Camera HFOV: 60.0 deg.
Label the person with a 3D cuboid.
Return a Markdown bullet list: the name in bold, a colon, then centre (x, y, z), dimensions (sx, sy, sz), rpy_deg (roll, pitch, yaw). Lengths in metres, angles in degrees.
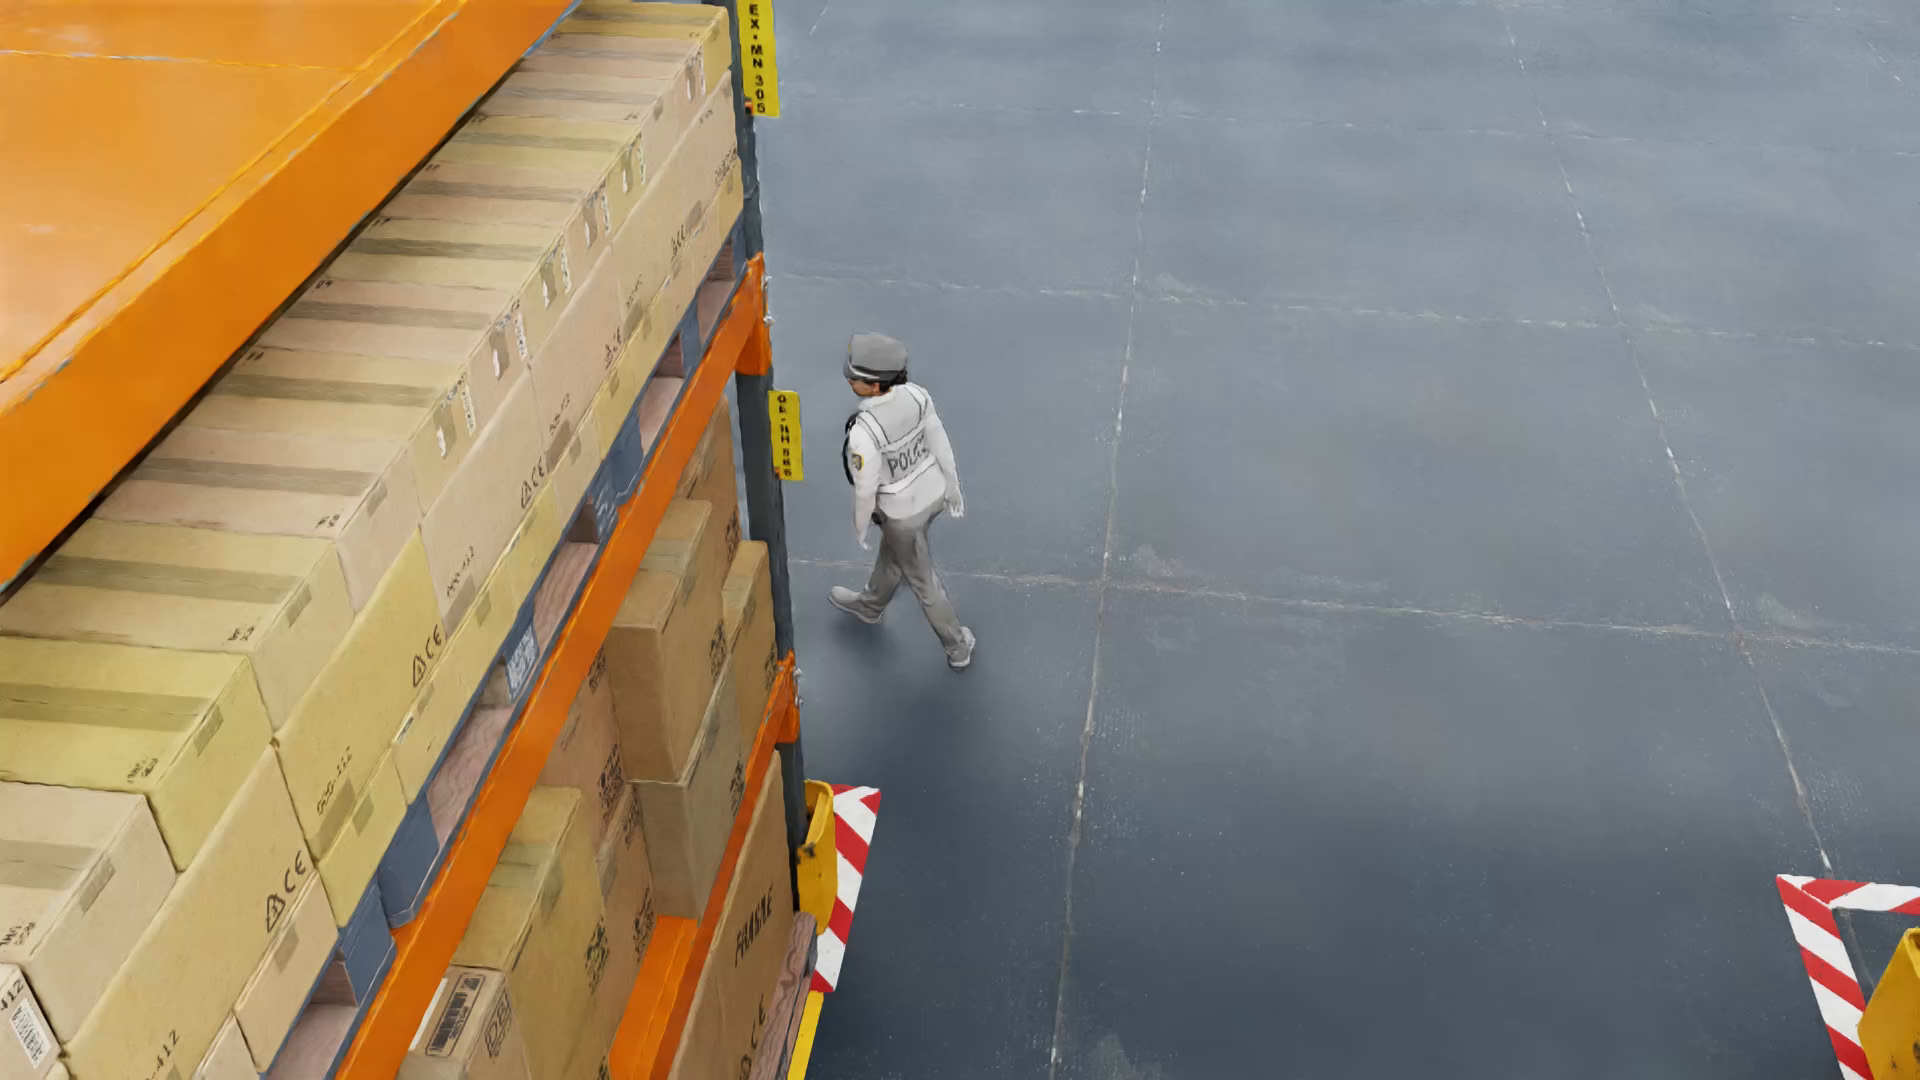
- **person**: centre (-0.322, -0.177, 7.282), dimensions (0.804, 1.640, 0.551), rpy_deg (25, 43, 30)
